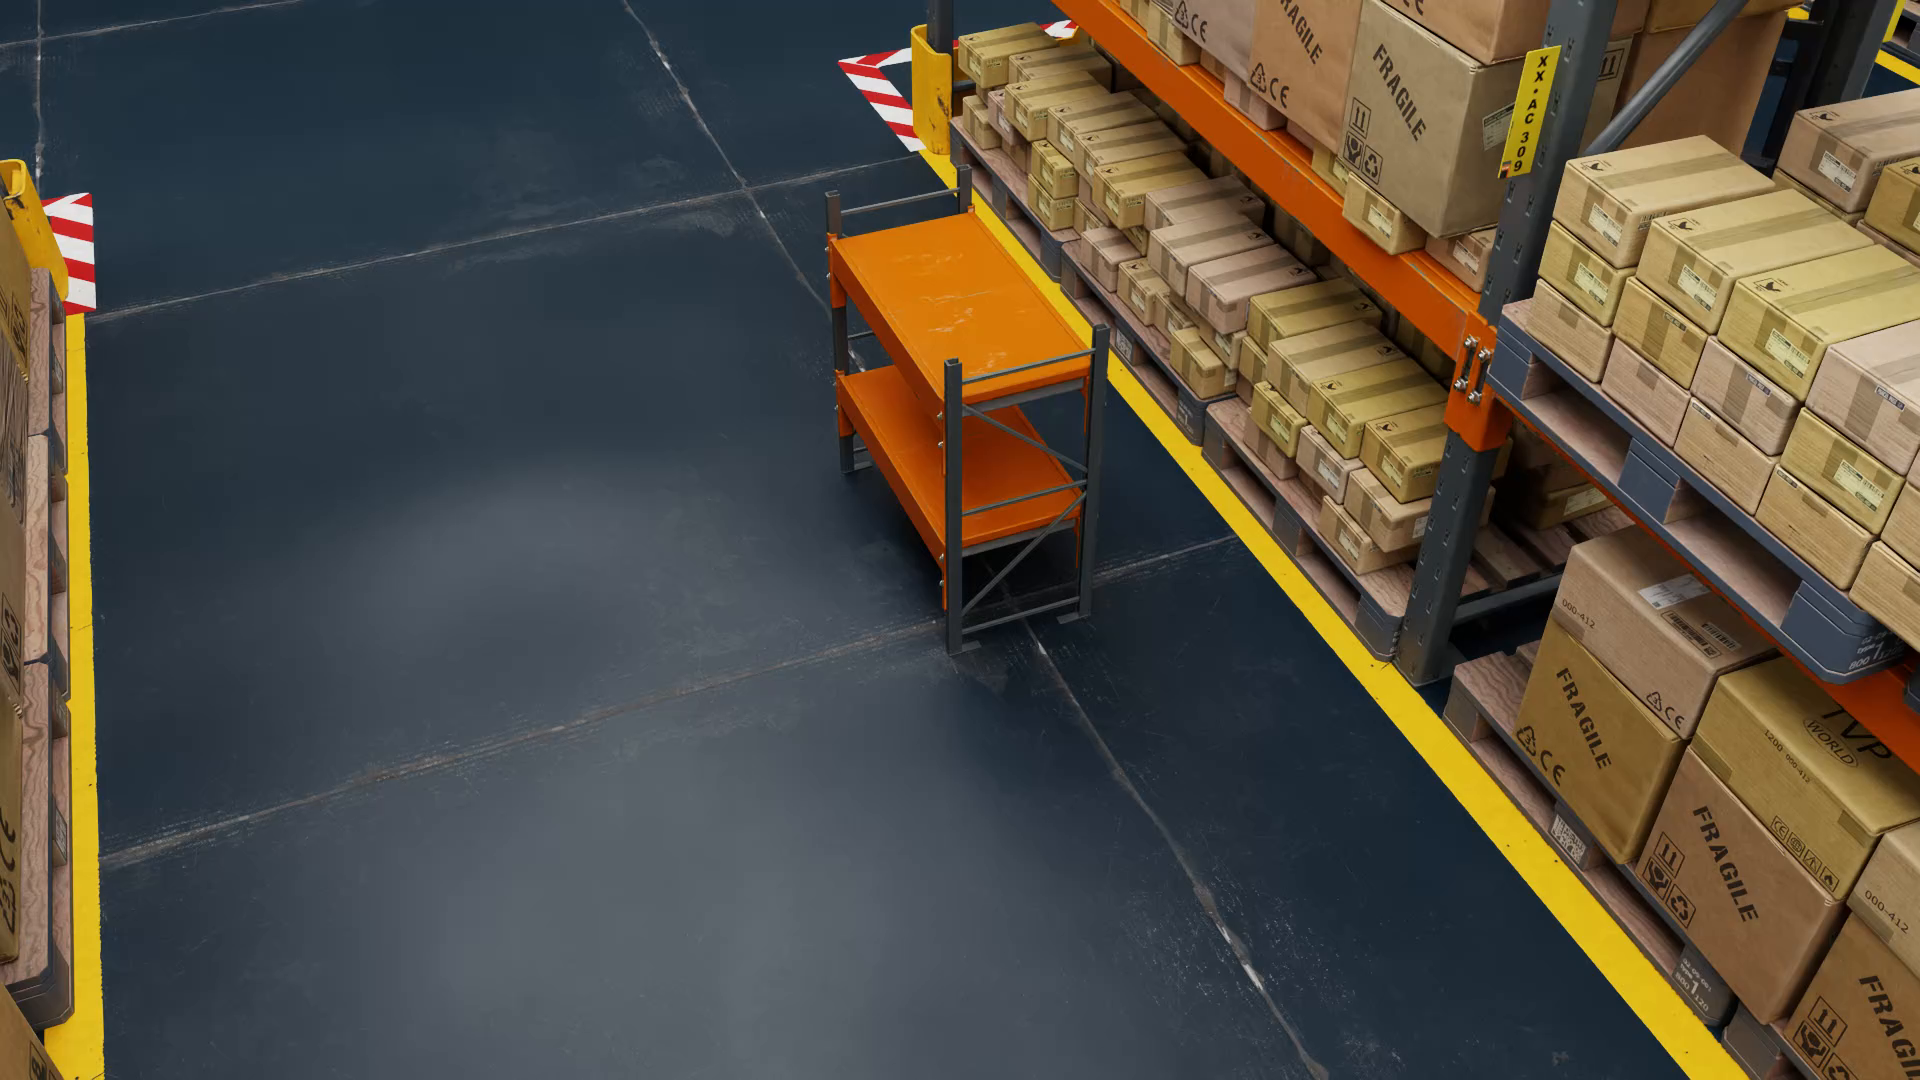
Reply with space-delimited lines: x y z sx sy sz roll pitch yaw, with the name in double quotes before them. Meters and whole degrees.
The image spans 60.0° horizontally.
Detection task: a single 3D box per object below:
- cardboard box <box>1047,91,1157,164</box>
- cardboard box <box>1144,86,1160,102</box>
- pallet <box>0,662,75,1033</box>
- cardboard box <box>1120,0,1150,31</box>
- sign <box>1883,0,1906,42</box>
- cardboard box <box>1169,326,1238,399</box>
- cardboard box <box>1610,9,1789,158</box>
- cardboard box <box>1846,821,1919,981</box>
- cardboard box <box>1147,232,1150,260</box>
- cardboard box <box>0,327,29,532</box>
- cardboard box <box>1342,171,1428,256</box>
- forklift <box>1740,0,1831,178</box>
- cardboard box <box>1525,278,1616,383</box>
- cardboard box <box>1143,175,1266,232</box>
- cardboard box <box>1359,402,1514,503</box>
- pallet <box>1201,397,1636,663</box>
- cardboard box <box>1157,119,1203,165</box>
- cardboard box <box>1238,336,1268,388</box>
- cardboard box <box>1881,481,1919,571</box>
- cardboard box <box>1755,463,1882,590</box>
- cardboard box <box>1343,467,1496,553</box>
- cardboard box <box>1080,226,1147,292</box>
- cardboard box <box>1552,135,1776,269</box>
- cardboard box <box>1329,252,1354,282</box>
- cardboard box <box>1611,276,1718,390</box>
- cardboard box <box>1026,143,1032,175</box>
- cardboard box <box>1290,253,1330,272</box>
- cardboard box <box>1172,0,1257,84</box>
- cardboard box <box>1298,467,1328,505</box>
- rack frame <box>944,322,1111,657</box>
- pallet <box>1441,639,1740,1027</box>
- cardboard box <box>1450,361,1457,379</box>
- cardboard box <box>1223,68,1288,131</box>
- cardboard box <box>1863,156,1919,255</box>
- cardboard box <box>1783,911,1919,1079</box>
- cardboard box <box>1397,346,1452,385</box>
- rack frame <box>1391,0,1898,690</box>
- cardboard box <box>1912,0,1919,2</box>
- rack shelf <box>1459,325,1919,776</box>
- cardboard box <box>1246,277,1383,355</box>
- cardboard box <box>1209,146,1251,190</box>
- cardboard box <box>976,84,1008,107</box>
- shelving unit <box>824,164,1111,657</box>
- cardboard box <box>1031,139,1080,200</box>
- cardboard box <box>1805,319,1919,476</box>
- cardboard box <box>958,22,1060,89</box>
"cardboard box" 0.581 -1.694 6.828 0.380 0.149 0.250 -17 44 -19
"cardboard box" 1.025 -1.997 7.180 0.380 0.149 0.250 -16 43 -18
"pallet" -2.981 0.927 4.511 1.003 0.211 1.213 -15 43 -17
"cardboard box" 0.793 -1.940 5.898 0.380 0.149 0.250 -14 43 -15
"sign" 2.370 -1.409 4.200 0.100 0.325 0.005 -15 43 -17
"cardboard box" 0.998 -0.683 6.108 0.380 0.149 0.250 -15 43 -17
"cardboard box" 1.902 -1.341 4.705 0.500 0.500 0.500 -16 43 -18
"cardboard box" 2.295 0.814 3.522 0.500 0.250 0.500 -14 43 -15
"cardboard box" 0.943 -1.110 6.377 0.380 0.149 0.250 -13 42 -15
"cardboard box" -3.626 -0.502 5.341 0.875 0.875 0.875 -15 43 -17
"cardboard box" 1.334 -0.976 4.777 0.380 0.149 0.250 -16 43 -18
"forklift" 3.029 -2.235 6.102 3.031 2.935 1.130 14 43 16
"cardboard box" 1.585 -0.541 3.950 0.380 0.149 0.250 -17 44 -19
"cardboard box" 0.921 -1.227 6.285 0.380 0.149 0.250 -15 43 -17
"cardboard box" 1.482 -0.283 5.186 0.380 0.149 0.250 -14 43 -16
"pallet" 1.569 -0.168 5.783 1.003 0.211 1.213 -15 43 -17
"cardboard box" 1.002 -1.683 7.043 0.380 0.149 0.250 -16 43 -17
"cardboard box" 1.205 -0.623 5.811 0.380 0.149 0.250 -15 43 -16
"cardboard box" 1.990 -0.025 3.121 0.380 0.149 0.250 -13 42 -15
"cardboard box" 1.883 -0.073 3.405 0.380 0.149 0.250 -15 43 -16
"cardboard box" 1.445 -0.131 5.238 0.380 0.149 0.250 -14 43 -16
"cardboard box" 0.707 -1.154 6.656 0.380 0.149 0.250 -17 44 -19
"cardboard box" 1.585 -0.767 3.756 0.380 0.149 0.250 -13 42 -15
"cardboard box" 1.583 -1.038 6.065 0.380 0.149 0.250 -14 43 -16
"cardboard box" 1.686 -0.499 3.672 0.380 0.149 0.250 -16 43 -18
"cardboard box" 0.510 -1.637 7.217 0.380 0.149 0.250 -15 43 -16
"cardboard box" 1.487 -1.089 6.352 0.380 0.149 0.250 -15 43 -17
"cardboard box" 1.026 -1.814 5.254 0.500 0.500 0.500 -15 43 -17
"cardboard box" 1.372 -0.236 5.589 0.380 0.149 0.250 -14 43 -16
"rack frame" 0.192 -0.124 5.032 0.500 1.125 0.032 -15 43 -17
"pallet" 2.158 0.696 4.778 1.003 0.211 1.213 -15 43 -17
"cardboard box" 1.868 -0.573 5.524 0.380 0.149 0.250 -13 42 -15
"cardboard box" 1.080 -1.469 5.351 0.380 0.149 0.250 -17 43 -19
"cardboard box" 2.296 -0.764 3.752 0.380 0.149 0.250 -16 43 -18
"cardboard box" 2.313 1.101 3.764 0.500 0.500 0.500 -14 43 -16
"cardboard box" 1.710 -0.587 5.768 0.380 0.149 0.250 -15 43 -17
"rack frame" 1.859 -0.830 4.414 1.000 3.000 0.127 -15 43 -17
"cardboard box" 5.208 -3.350 8.988 0.875 0.438 0.875 -17 43 -18
"rack shelf" 2.624 0.648 3.248 1.077 0.370 4.000 -15 43 -17
"cardboard box" 1.219 -0.751 5.731 0.380 0.149 0.250 -14 43 -15
"cardboard box" 1.218 -1.491 6.592 0.380 0.149 0.250 -16 43 -18
"cardboard box" 0.292 -2.051 7.470 0.380 0.149 0.250 -13 42 -15
"shelving unit" -0.003 -0.431 5.388 0.538 1.125 1.048 -15 43 -17
"cardboard box" 0.518 -1.564 6.905 0.380 0.149 0.250 -14 43 -16
"cardboard box" 1.886 -0.295 3.206 0.380 0.149 0.250 -16 43 -17
"cardboard box" 0.215 -2.143 7.349 0.380 0.149 0.250 -17 44 -19
